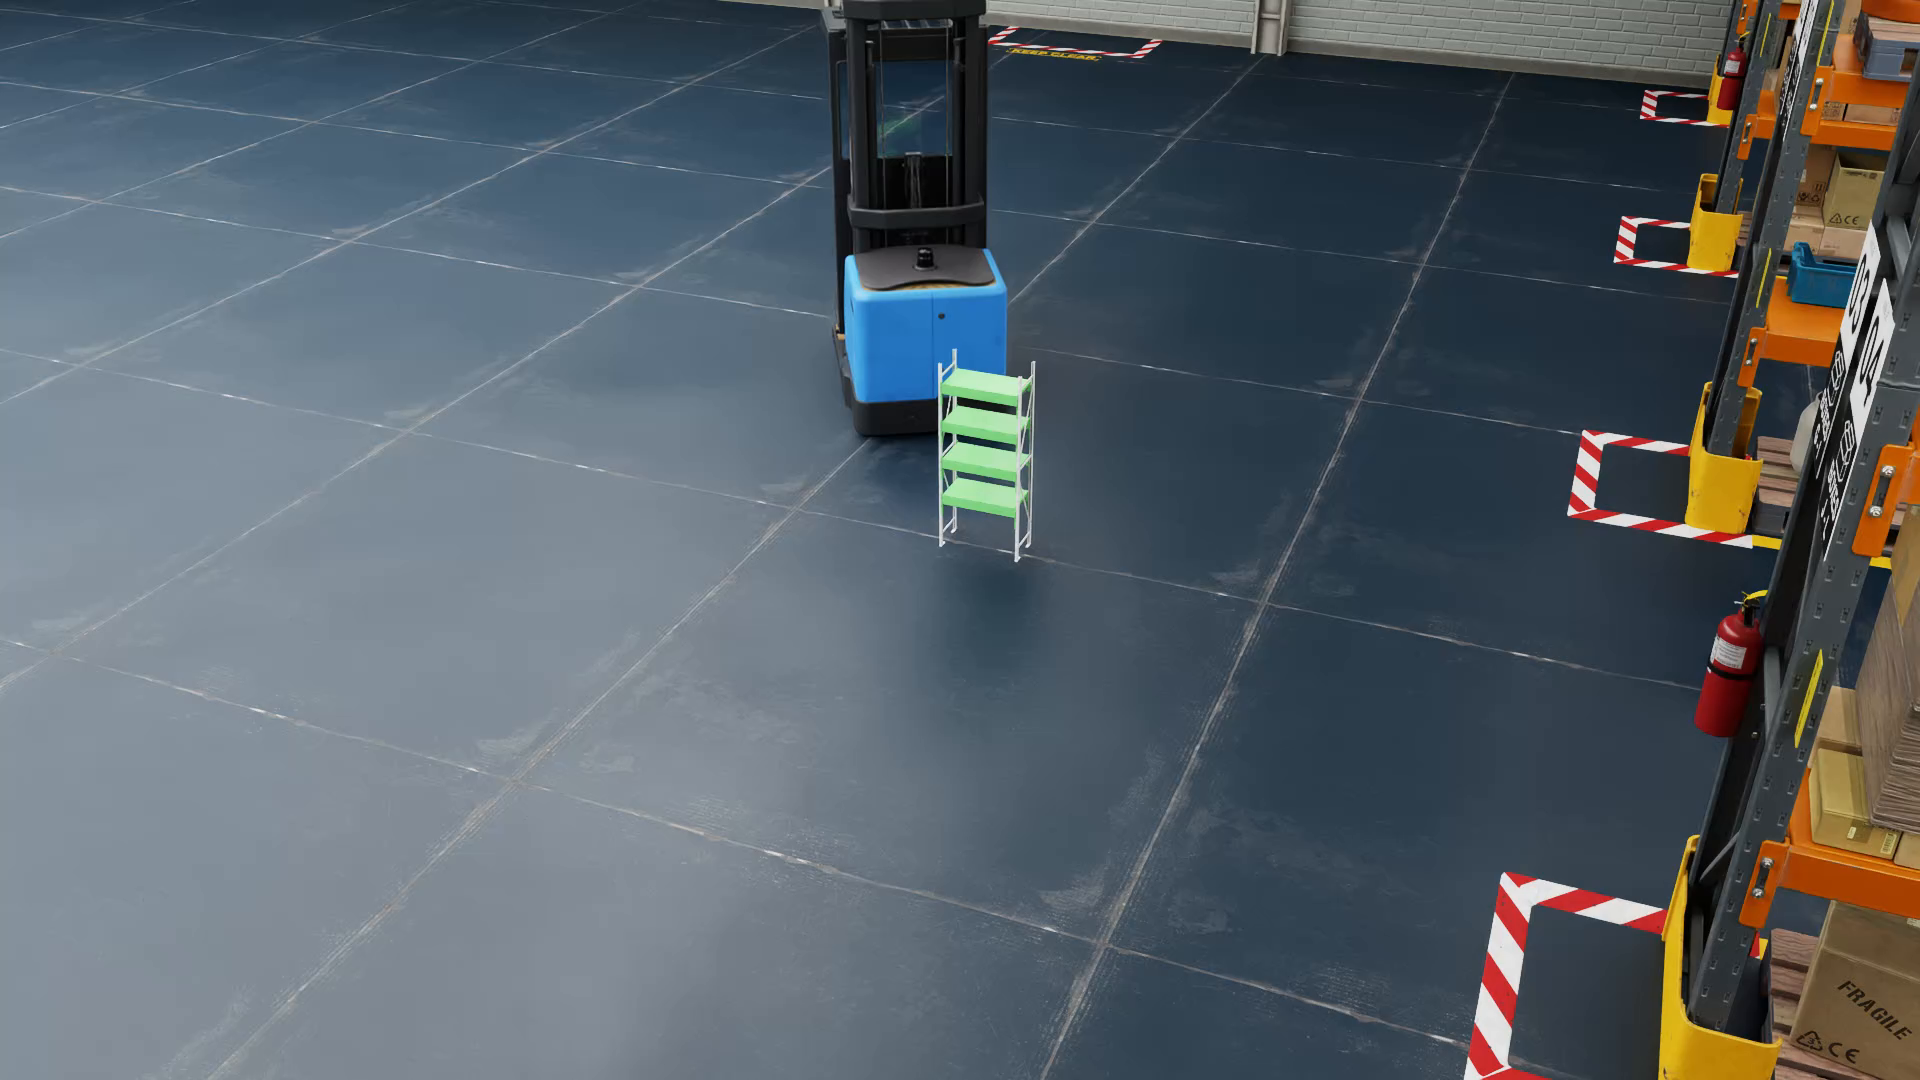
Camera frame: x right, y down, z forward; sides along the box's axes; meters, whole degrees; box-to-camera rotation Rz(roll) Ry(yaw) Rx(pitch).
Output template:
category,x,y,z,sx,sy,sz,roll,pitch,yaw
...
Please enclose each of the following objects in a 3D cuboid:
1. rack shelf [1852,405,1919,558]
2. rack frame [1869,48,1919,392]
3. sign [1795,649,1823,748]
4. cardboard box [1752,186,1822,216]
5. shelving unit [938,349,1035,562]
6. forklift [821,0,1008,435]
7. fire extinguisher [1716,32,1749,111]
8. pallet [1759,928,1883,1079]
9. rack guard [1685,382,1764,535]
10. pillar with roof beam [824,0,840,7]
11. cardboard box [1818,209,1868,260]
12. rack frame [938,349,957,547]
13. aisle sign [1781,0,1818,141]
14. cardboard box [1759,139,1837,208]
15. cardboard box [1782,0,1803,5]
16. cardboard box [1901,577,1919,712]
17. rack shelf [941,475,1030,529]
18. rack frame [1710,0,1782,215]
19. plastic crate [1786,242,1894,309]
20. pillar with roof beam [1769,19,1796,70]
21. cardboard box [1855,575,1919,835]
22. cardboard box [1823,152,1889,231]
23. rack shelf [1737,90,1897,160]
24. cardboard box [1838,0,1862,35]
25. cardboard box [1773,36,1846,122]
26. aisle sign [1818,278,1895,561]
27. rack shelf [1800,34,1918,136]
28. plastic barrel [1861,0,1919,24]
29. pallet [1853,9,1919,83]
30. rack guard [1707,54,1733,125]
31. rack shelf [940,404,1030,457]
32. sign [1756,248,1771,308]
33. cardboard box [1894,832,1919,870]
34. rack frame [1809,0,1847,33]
category,x,y,z,sx,sy,sz,roll,pitch,yaw
rack shelf,4.778,0.016,4.767,4.000,0.370,1.077,11,31,19
rack frame,2.924,-1.973,4.507,0.127,3.000,1.000,11,31,19
sign,2.721,0.509,5.332,0.005,0.325,0.100,11,31,19
cardboard box,7.260,-2.899,14.609,0.500,0.250,0.500,11,31,19
shelving unit,0.153,-0.492,9.812,0.503,1.200,0.258,11,31,19
forklift,-0.387,-2.689,11.940,1.130,2.935,3.031,-4,30,-7
fire extinguisher,6.718,-4.077,14.405,0.183,0.674,0.296,11,31,19
pallet,3.734,2.033,6.350,1.213,0.211,1.003,11,31,19
rack guard,4.875,-0.539,10.607,0.348,0.500,1.175,11,31,19
pillar with roof beam,-3.253,-9.271,17.418,0.400,9.000,9.100,11,31,19
cardboard box,7.530,-2.572,14.031,0.500,0.250,0.500,11,31,19
rack frame,-0.073,-0.537,9.892,0.015,1.200,0.240,11,31,19
aisle sign,4.610,-2.631,9.126,0.004,0.787,0.394,11,31,19
cardboard box,7.261,-3.226,14.426,0.500,0.500,0.500,11,31,19
cardboard box,8.844,-5.845,17.586,0.500,0.250,0.500,10,31,18
cardboard box,3.332,0.256,5.239,0.500,0.500,0.500,11,31,19
rack shelf,0.153,-0.227,9.961,0.480,0.148,0.258,11,31,19
rack frame,6.652,-3.877,13.973,0.127,3.000,1.000,11,31,19
plastic crate,5.363,-1.599,10.093,0.616,0.251,0.499,11,31,19
pillar with roof beam,7.867,-7.050,13.490,0.400,9.000,9.100,11,31,19
cardboard box,3.424,0.580,5.683,0.500,0.500,0.875,11,31,19
cardboard box,7.530,-2.897,13.845,0.500,0.500,0.500,11,31,19
rack shelf,8.506,-3.194,13.495,4.000,0.370,1.077,11,31,19
cardboard box,7.129,-4.384,13.449,0.500,0.500,0.700,11,31,19
cardboard box,7.080,-3.829,13.785,0.500,0.500,0.700,11,31,19
aisle sign,2.754,-0.368,5.121,0.004,0.787,0.394,11,31,19
rack shelf,6.640,-2.242,8.763,4.000,0.370,1.077,11,31,19
plastic barrel,5.285,-3.263,8.975,0.708,0.830,0.600,11,31,19
pallet,5.516,-2.646,8.937,1.213,0.211,1.003,11,31,19
rack guard,8.582,-5.035,18.560,0.348,0.500,1.175,11,31,19
rack shelf,0.153,-0.645,9.725,0.480,0.148,0.258,11,31,19
sign,4.576,-1.490,9.468,0.005,0.325,0.100,11,31,19
cardboard box,3.323,0.965,5.662,0.250,0.149,0.380,11,31,19
rack frame,4.787,-4.231,8.502,0.127,3.000,1.000,11,31,19
